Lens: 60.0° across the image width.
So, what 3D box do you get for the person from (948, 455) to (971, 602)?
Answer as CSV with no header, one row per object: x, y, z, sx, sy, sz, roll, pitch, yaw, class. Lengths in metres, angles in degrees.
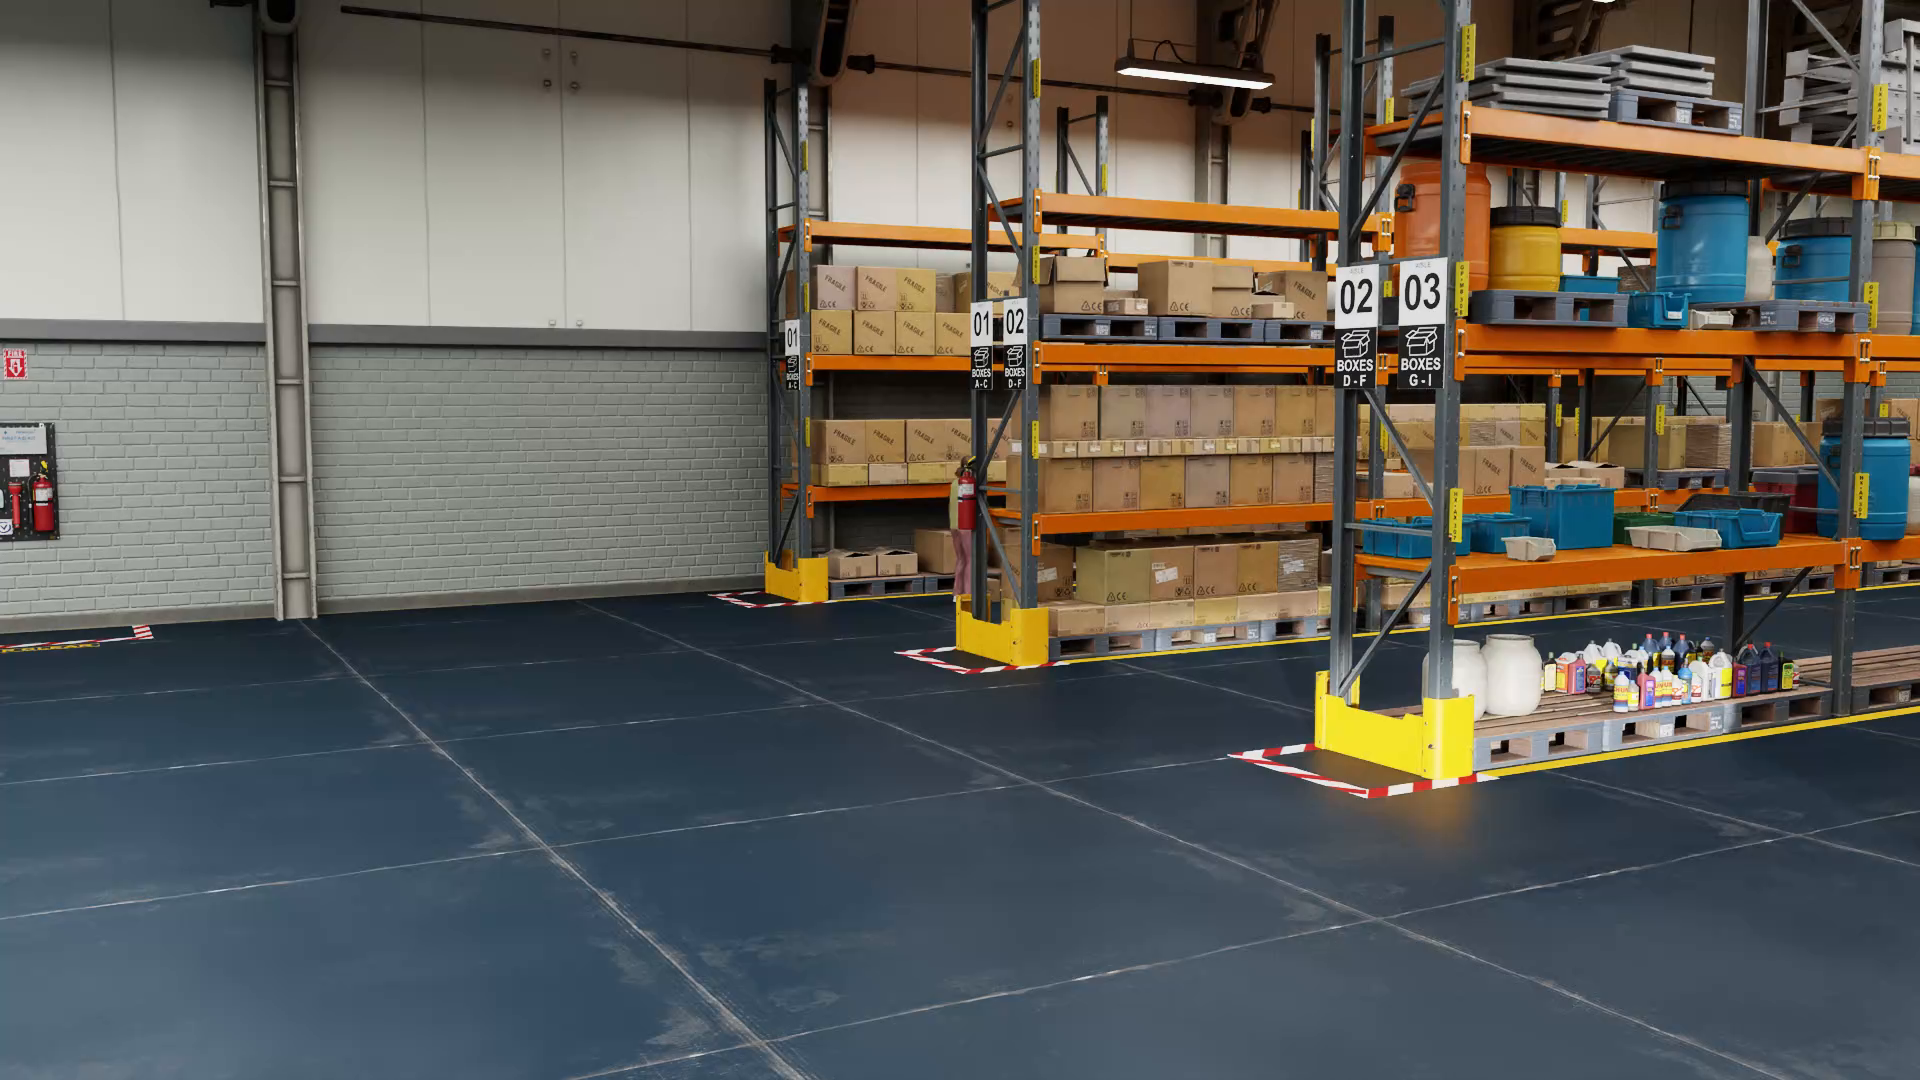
0.077,-0.119,18.806,0.366,1.671,0.509,-3,6,-32,person
